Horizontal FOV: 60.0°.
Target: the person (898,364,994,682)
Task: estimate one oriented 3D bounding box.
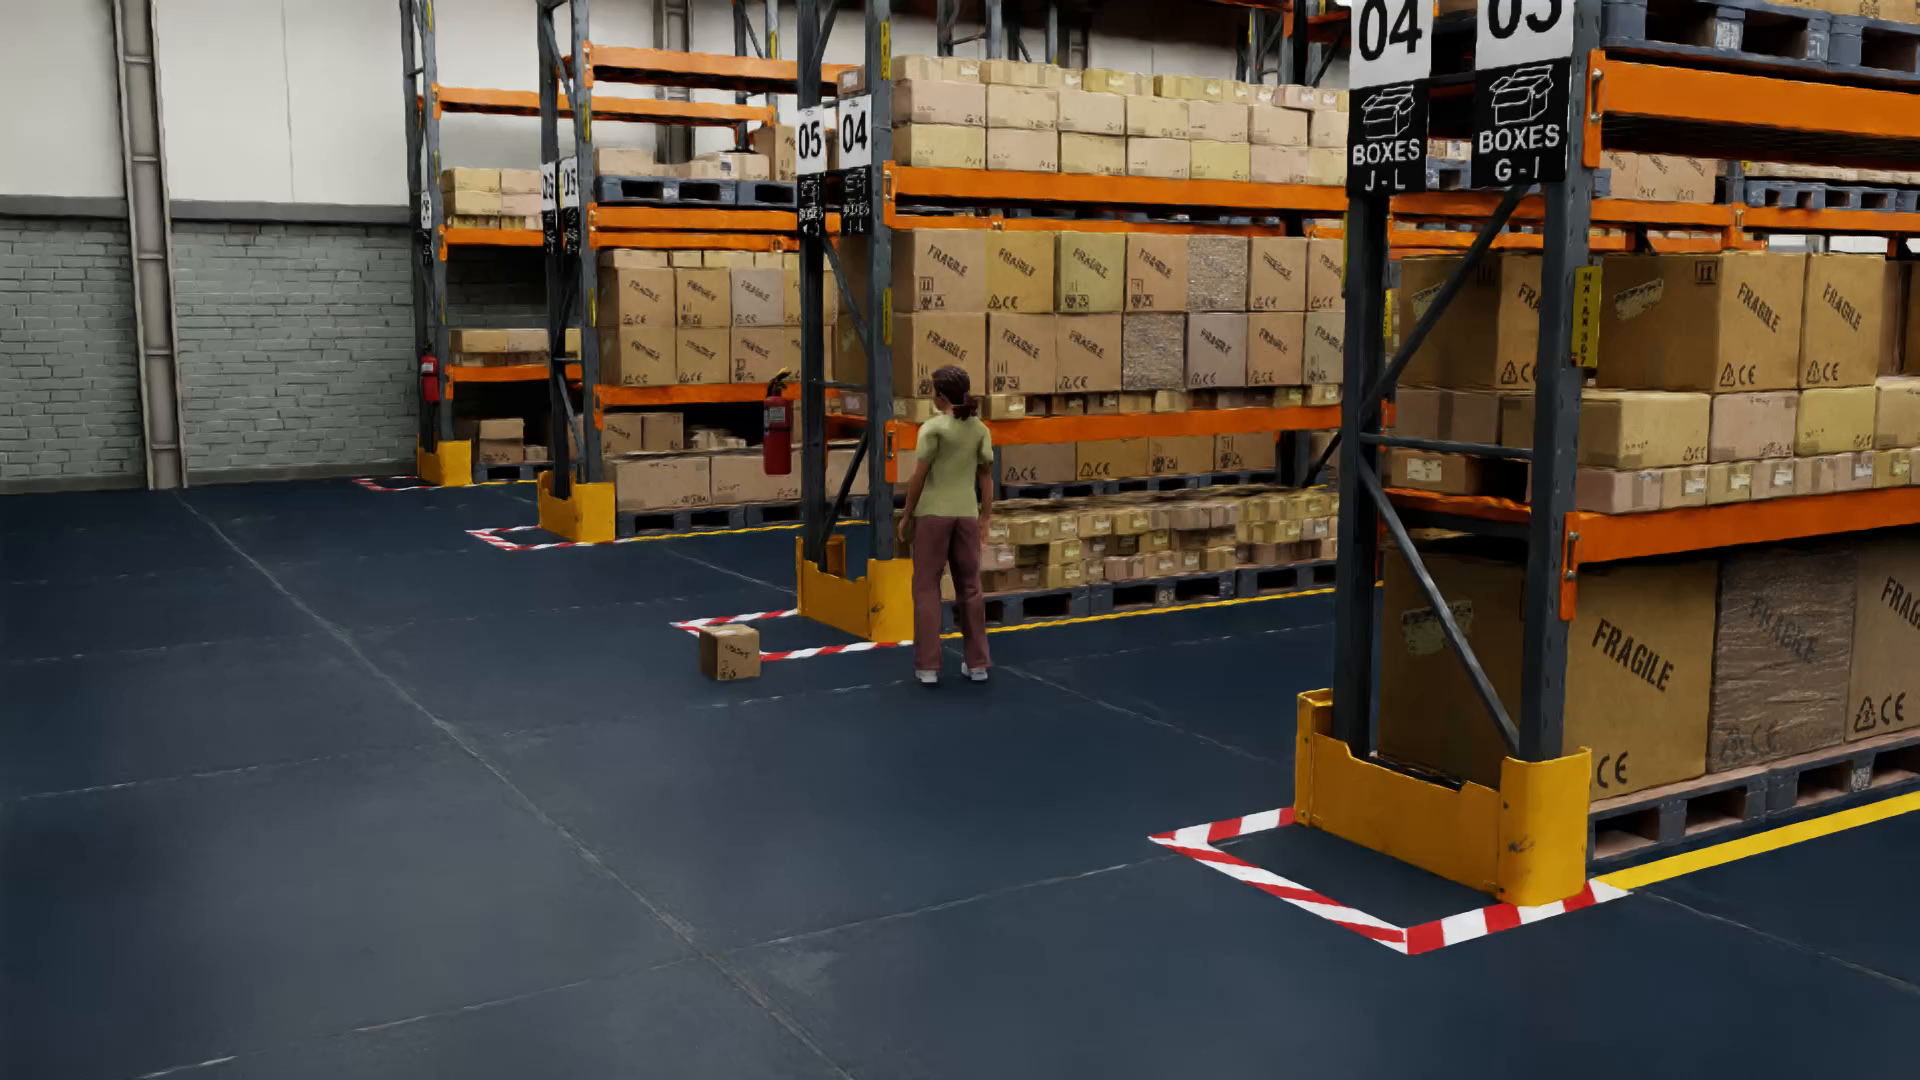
[{"bbox_3d":[-0.068,-0.082,8.754,0.490,1.677,0.372,-5,9,-30],"label":"person"}]
